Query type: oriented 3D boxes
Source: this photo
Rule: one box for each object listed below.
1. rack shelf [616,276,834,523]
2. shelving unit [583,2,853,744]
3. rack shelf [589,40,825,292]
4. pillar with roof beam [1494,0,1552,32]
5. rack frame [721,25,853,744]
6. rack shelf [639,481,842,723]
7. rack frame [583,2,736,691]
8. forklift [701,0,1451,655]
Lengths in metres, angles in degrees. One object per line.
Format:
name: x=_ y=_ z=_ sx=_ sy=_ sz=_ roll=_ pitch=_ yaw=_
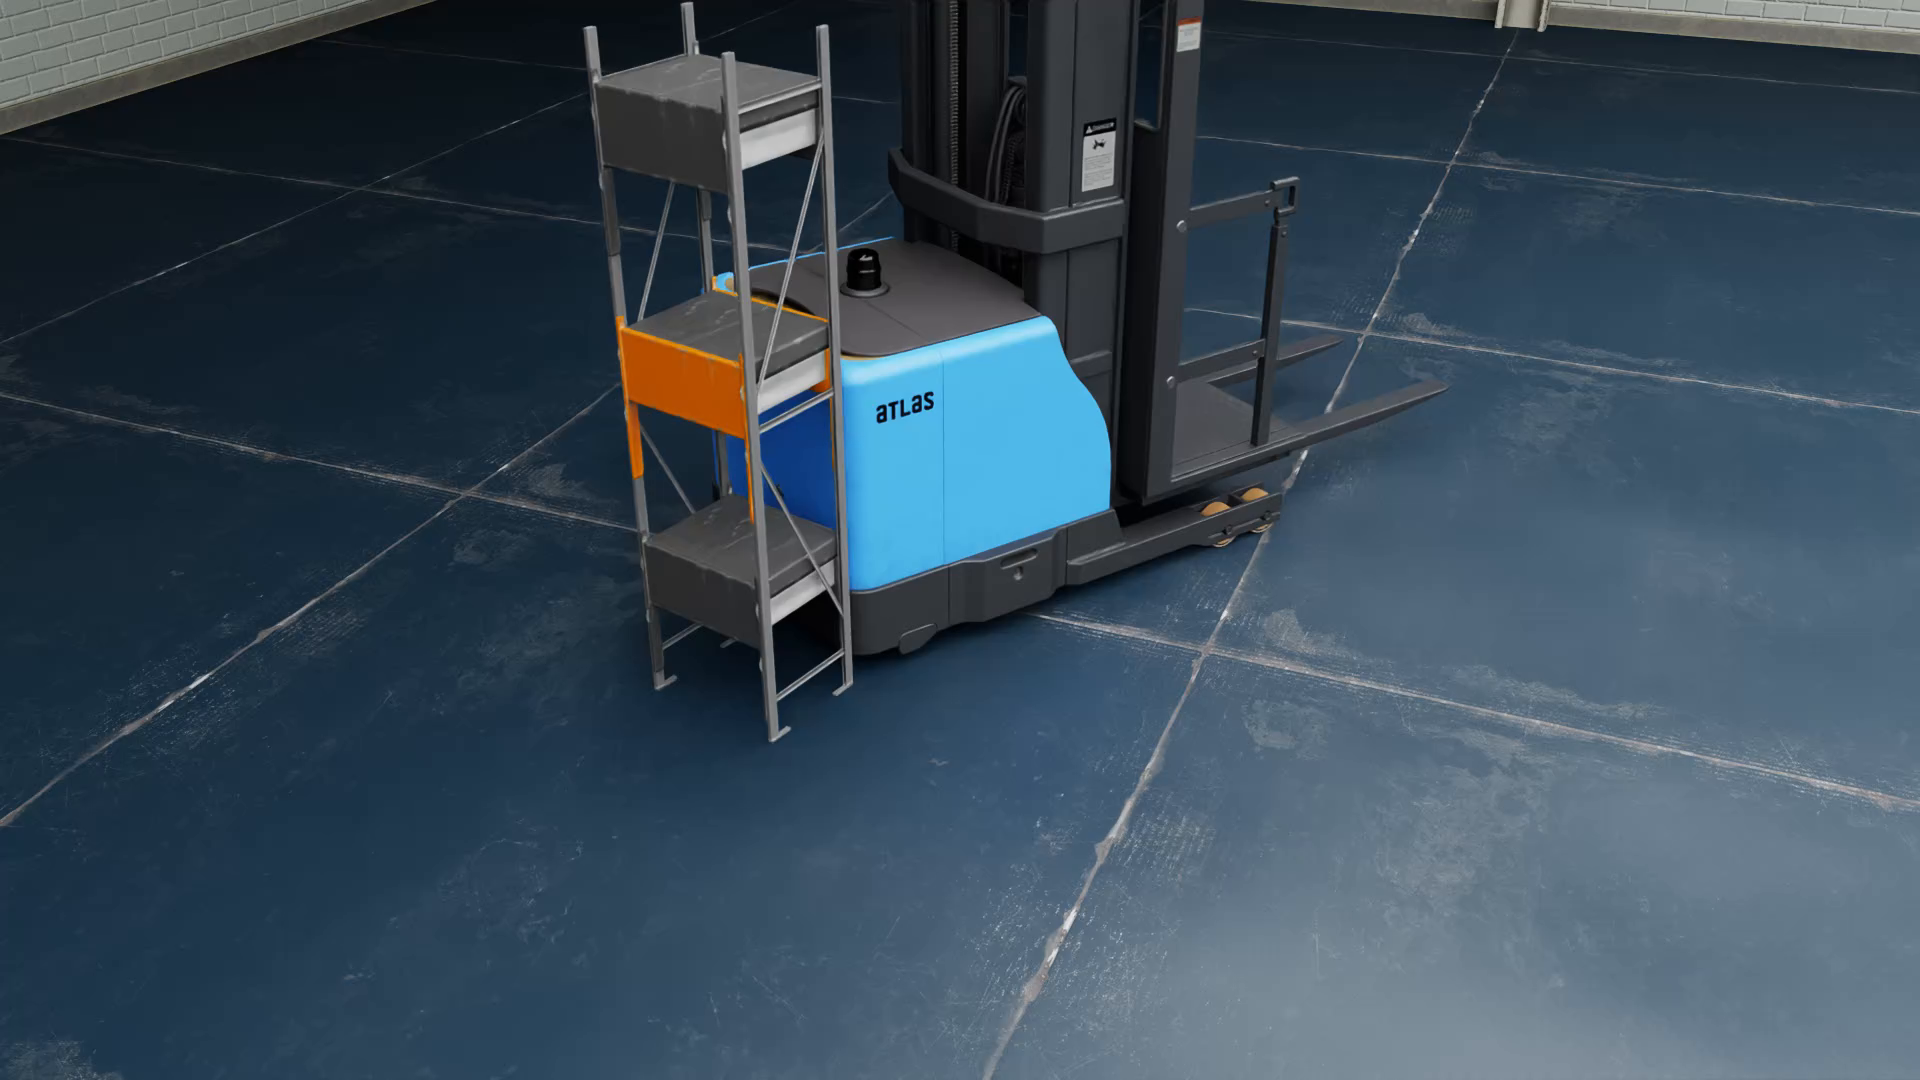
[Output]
rack shelf: x=-0.668 y=-0.423 z=4.892 sx=0.480 sy=0.518 sz=0.431 roll=19 pitch=35 yaw=30
shelving unit: x=-0.668 y=-0.435 z=4.886 sx=0.503 sy=2.100 sz=0.431 roll=19 pitch=35 yaw=30
rack shelf: x=-0.667 y=-1.033 z=4.548 sx=0.480 sy=0.518 sz=0.431 roll=19 pitch=35 yaw=30
pillar with roof beam: x=3.038 y=-6.224 z=8.117 sx=0.400 sy=9.000 sz=9.100 roll=11 pitch=31 yaw=19
rack frame: x=-0.469 y=-0.365 z=4.762 sx=0.015 sy=2.100 sz=0.400 roll=19 pitch=35 yaw=30
rack shelf: x=-0.668 y=0.186 z=5.237 sx=0.480 sy=0.518 sz=0.431 roll=19 pitch=35 yaw=30
rack frame: x=-0.866 y=-0.505 z=5.009 sx=0.015 sy=2.100 sz=0.400 roll=19 pitch=35 yaw=30
forklift: x=0.611 y=-1.446 z=5.830 sx=3.031 sy=2.935 sz=1.130 roll=-18 pitch=34 yaw=-29
